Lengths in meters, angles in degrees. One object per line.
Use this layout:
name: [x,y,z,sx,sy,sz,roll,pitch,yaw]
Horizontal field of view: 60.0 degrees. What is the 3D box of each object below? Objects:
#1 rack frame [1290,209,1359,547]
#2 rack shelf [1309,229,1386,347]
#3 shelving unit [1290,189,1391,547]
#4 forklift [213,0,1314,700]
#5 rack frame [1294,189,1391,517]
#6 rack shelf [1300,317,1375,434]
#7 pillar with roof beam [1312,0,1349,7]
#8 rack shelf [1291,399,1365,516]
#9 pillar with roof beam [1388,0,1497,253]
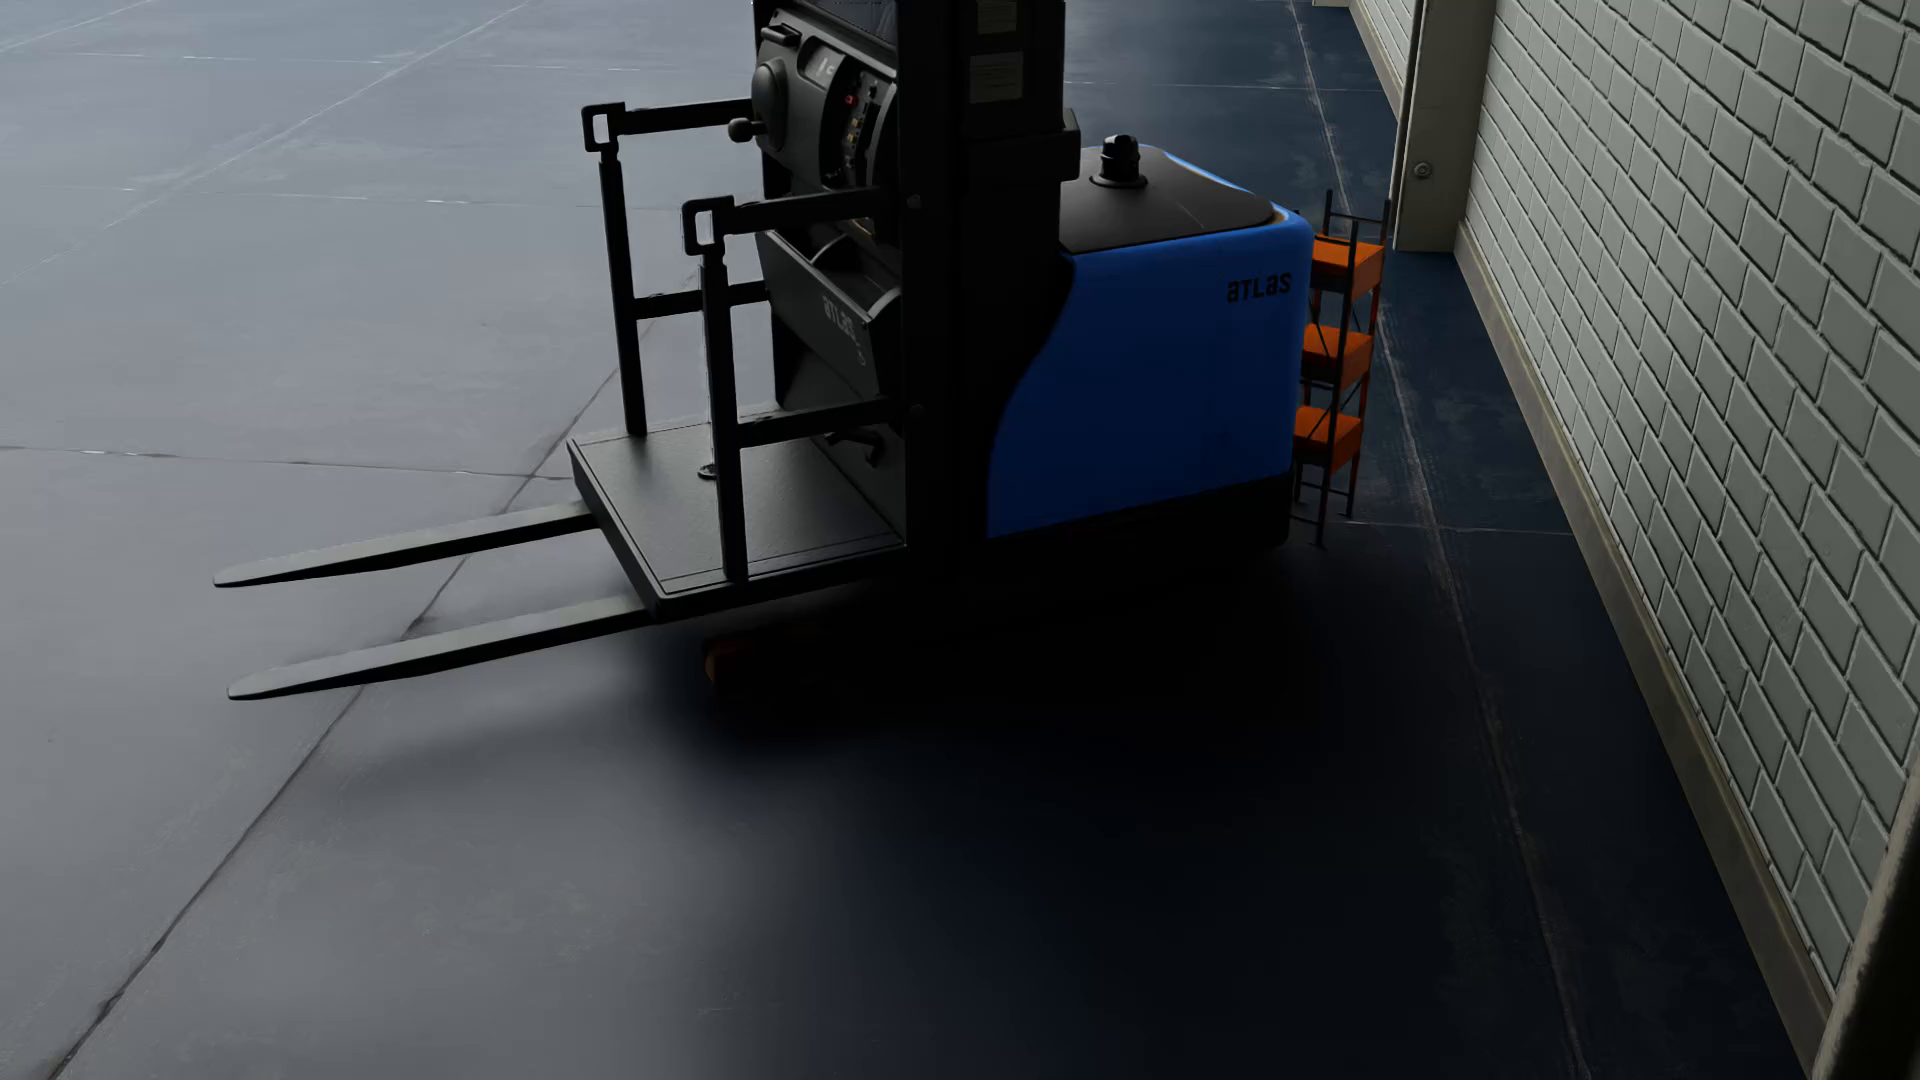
rack frame: [1.048,-0.469,5.014,0.200,1.050,0.008,18,33,30]
rack shelf: [1.117,-0.757,4.973,0.215,0.259,0.240,18,33,30]
shelving unit: [1.117,-0.517,5.102,0.215,1.050,0.252,18,33,30]
forklift: [-0.549,-1.150,4.294,3.031,2.935,1.130,-12,31,-22]
rack frame: [1.186,-0.565,5.191,0.200,1.050,0.008,18,33,30]
rack shelf: [1.117,-0.508,5.107,0.215,0.259,0.240,18,33,30]
pillar with roof beam: [-1.335,-8.472,11.488,9.100,9.000,0.400,3,28,6]
rack shelf: [1.117,-0.263,5.239,0.215,0.259,0.240,18,33,30]
pillar with roof beam: [-2.071,-5.648,6.246,9.100,9.000,0.400,3,28,6]
